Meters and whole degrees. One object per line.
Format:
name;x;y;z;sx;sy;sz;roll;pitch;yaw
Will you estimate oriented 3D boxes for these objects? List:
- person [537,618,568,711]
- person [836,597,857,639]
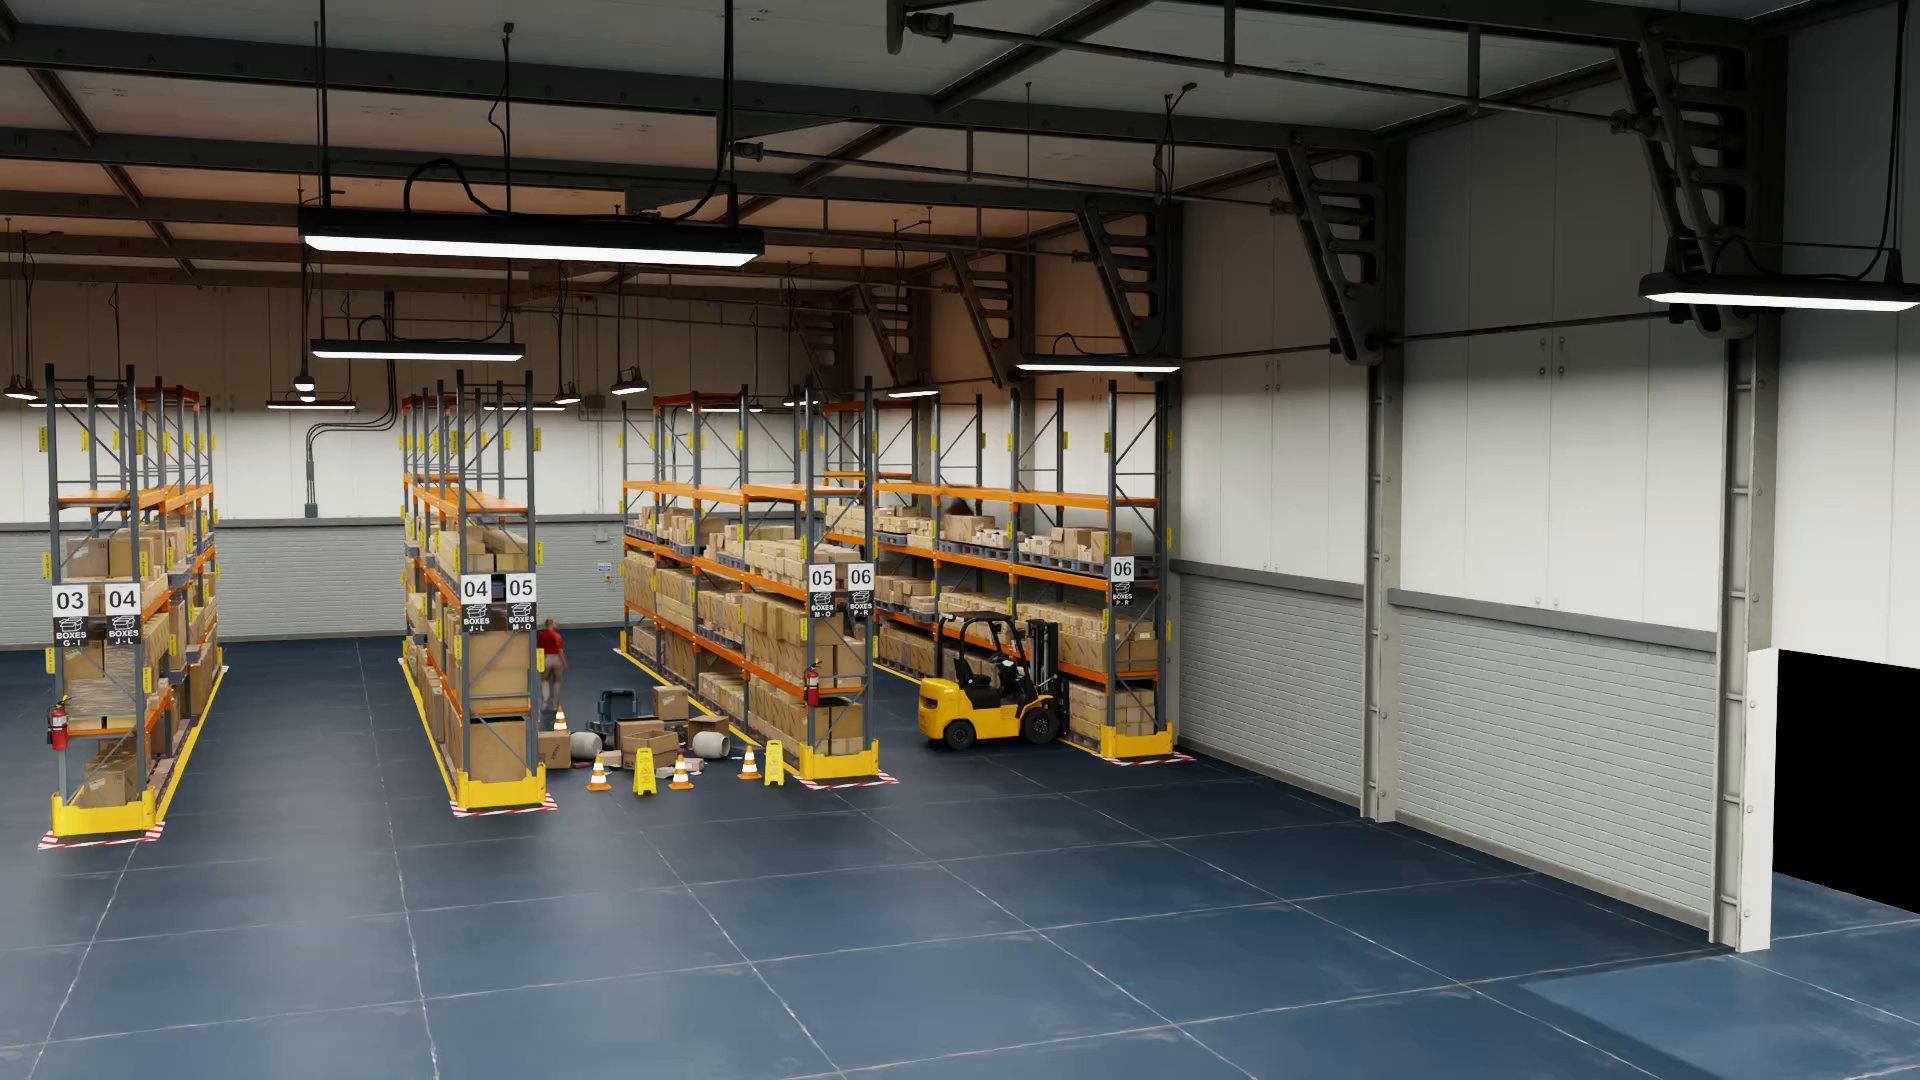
person;-7.612;2.322;31.024;0.575;1.735;0.450;0;3;-8
person;-2.377;1.898;34.993;0.364;1.671;0.581;-3;4;-42
